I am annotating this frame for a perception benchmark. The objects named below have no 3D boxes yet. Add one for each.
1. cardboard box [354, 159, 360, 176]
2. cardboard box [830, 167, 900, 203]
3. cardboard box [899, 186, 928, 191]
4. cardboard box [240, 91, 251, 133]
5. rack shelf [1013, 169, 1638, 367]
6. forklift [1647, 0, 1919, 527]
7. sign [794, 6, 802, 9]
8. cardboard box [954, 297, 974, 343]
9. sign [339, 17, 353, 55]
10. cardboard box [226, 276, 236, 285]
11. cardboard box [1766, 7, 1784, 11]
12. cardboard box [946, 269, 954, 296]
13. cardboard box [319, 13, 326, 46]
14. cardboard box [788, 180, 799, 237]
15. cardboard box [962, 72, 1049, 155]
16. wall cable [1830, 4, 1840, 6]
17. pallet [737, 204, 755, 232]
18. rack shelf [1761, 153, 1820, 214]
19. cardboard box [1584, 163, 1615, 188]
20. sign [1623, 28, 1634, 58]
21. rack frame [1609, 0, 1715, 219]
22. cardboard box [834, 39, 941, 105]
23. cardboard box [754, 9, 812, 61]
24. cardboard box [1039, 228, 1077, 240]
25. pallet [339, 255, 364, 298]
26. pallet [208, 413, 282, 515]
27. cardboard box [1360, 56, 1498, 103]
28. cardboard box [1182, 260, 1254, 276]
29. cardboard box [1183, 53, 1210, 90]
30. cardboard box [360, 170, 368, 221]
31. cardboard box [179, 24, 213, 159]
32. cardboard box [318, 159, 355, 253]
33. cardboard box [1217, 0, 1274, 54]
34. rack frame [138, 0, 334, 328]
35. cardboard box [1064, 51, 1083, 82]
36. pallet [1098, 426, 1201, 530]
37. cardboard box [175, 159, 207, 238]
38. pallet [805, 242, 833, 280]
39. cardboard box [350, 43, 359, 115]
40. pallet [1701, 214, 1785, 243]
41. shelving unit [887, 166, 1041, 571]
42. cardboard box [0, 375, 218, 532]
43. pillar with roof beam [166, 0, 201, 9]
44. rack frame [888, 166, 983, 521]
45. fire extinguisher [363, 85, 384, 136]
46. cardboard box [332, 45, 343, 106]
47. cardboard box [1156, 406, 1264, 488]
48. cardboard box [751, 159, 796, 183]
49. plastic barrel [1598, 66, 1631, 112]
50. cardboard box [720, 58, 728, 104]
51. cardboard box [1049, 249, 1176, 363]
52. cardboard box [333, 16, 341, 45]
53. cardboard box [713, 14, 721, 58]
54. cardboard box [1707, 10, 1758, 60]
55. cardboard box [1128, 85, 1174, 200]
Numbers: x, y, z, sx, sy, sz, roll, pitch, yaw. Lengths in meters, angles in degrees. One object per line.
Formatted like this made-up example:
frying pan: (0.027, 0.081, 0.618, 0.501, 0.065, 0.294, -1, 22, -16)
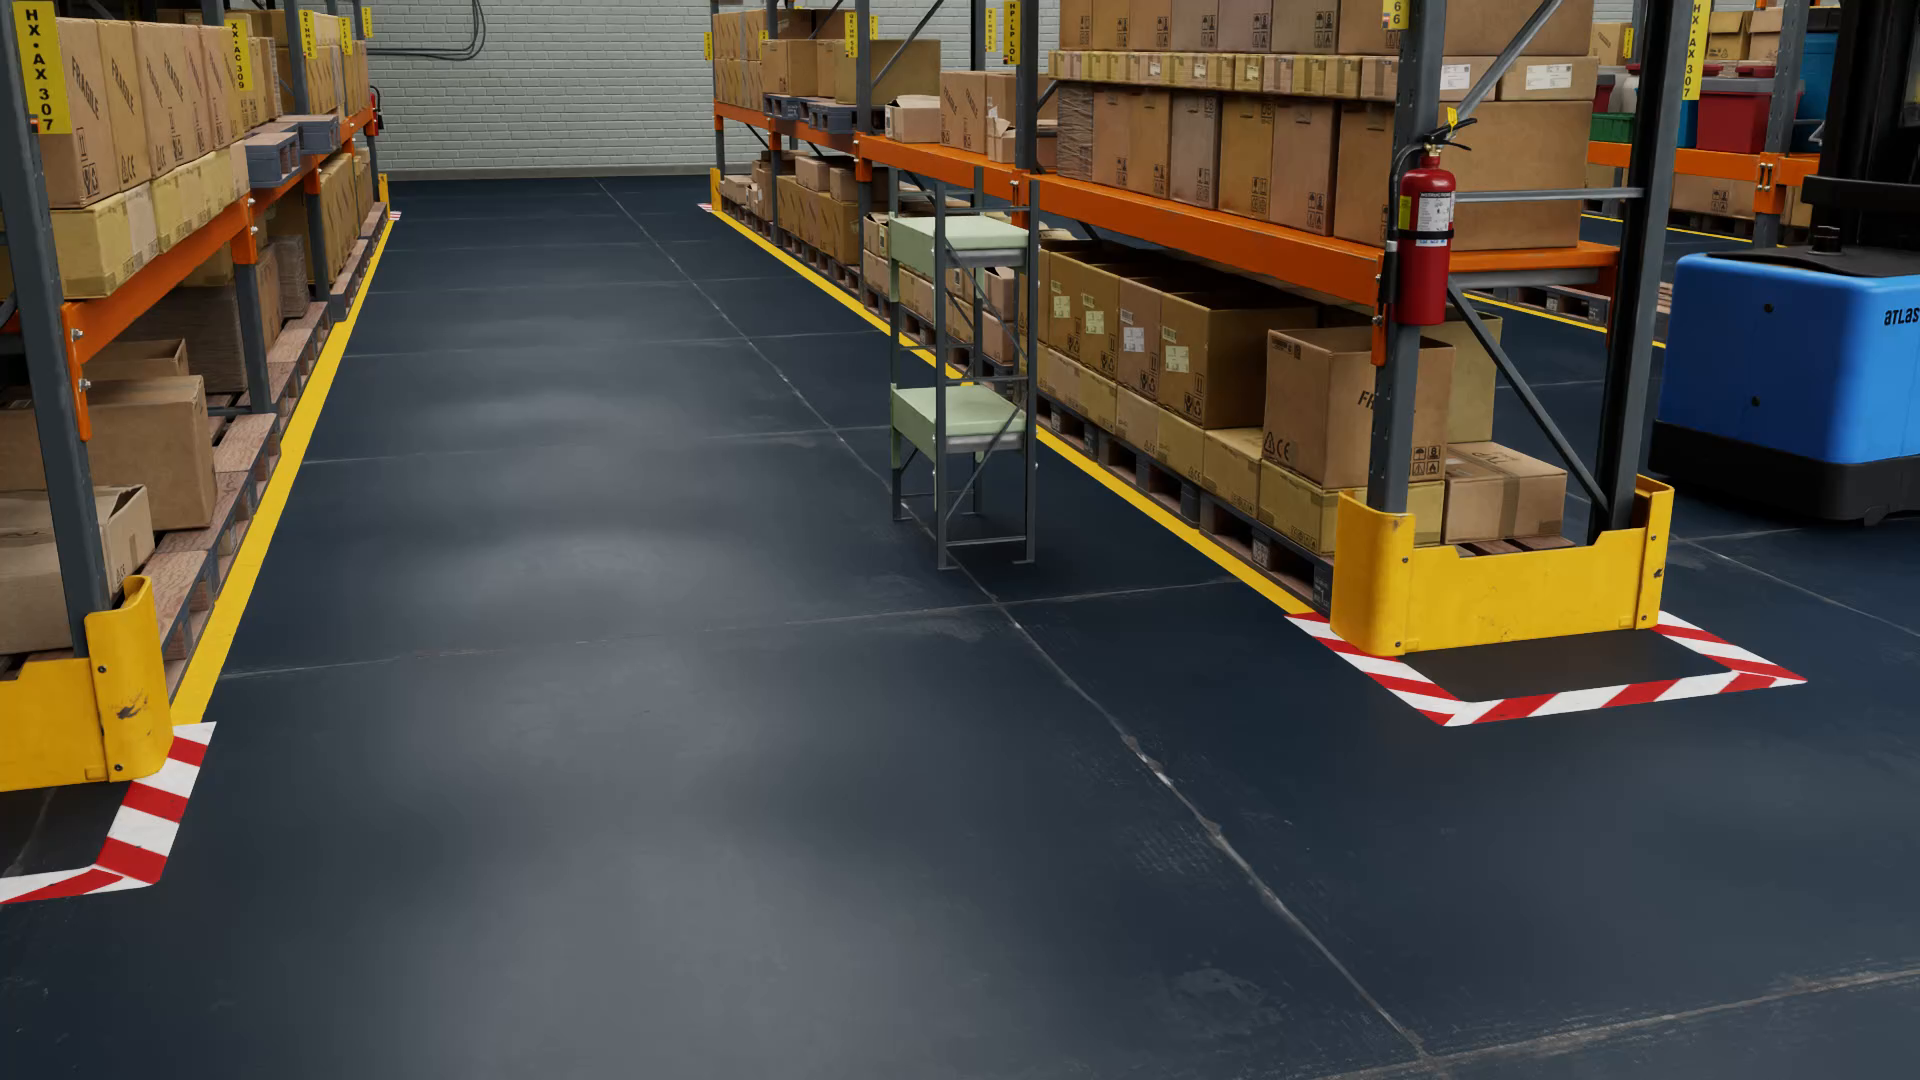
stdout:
cardboard box: (-6.186, -3.703, 16.553, 0.380, 0.149, 0.250, -4, 17, -13)
cardboard box: (-0.802, -2.979, 13.931, 0.500, 0.250, 0.500, -4, 17, -13)
cardboard box: (-0.580, -2.940, 15.106, 0.500, 0.500, 0.500, -5, 18, -17)
cardboard box: (-4.216, -2.409, 8.818, 0.700, 0.500, 0.500, -3, 17, -10)
rack shelf: (1.350, -1.346, 7.470, 1.077, 0.370, 4.000, -5, 17, -15)
forklift: (4.783, -1.733, 7.627, 3.031, 2.935, 1.130, -8, 18, -25)
sign: (-1.959, -6.308, 20.174, 0.100, 0.325, 0.005, -5, 17, -15)
cardboard box: (0.270, -1.360, 10.315, 0.500, 0.250, 0.500, -5, 17, -16)
sign: (-5.641, -4.626, 15.265, 0.100, 0.325, 0.005, -5, 17, -15)
cardboard box: (-4.371, -1.206, 9.334, 0.700, 0.500, 0.500, -5, 17, -16)
cardboard box: (11.693, -7.234, 23.391, 0.500, 0.500, 0.500, -5, 17, -16)
cardboard box: (0.129, -1.768, 10.698, 0.500, 0.311, 0.500, -5, 17, -15)
cardboard box: (-5.374, -4.090, 13.325, 0.500, 0.250, 0.500, -5, 17, -16)
cardboard box: (-1.343, -3.171, 15.874, 0.500, 0.500, 0.500, -4, 17, -14)
cardboard box: (0.322, -2.790, 10.852, 0.500, 0.500, 0.500, -5, 17, -15)
wall cable: (16.345, -9.289, 30.895, 0.588, 1.984, 0.122, -5, 17, -15)
pallet: (-1.925, -3.649, 18.735, 1.003, 0.211, 1.213, -5, 17, -15)
rack shelf: (6.113, -1.737, 8.771, 1.077, 0.370, 4.000, -5, 17, -15)
cardboard box: (8.023, -4.611, 20.053, 0.875, 0.875, 0.875, -5, 17, -15)
sign: (7.594, -5.647, 18.896, 0.100, 0.325, 0.005, -5, 17, -15)
rack frame: (8.127, -5.239, 19.179, 1.000, 3.000, 0.127, -5, 17, -15)
cardboard box: (-0.581, -3.765, 13.367, 0.700, 0.500, 0.500, -12, 20, -34)
cardboard box: (-1.787, -5.103, 16.815, 0.500, 0.500, 0.500, -5, 17, -15)
cardboard box: (0.502, -1.956, 11.324, 0.500, 0.311, 0.500, -4, 17, -14)
pallet: (-5.537, -2.183, 13.853, 1.003, 0.211, 1.213, -5, 17, -15)
pallet: (-3.743, -0.333, 7.693, 1.003, 0.211, 1.213, -5, 17, -15)
cardboard box: (1.611, -1.587, 5.719, 0.380, 0.149, 0.250, -5, 17, -16)
cardboard box: (1.405, -1.099, 8.143, 0.500, 0.500, 0.500, -5, 17, -15)
cardboard box: (1.183, -2.016, 7.147, 0.380, 0.149, 0.250, -5, 17, -16)
cardboard box: (-6.541, -3.564, 17.220, 0.700, 0.500, 0.500, -4, 17, -14)
cardboard box: (-3.264, -1.764, 6.533, 0.500, 0.500, 0.500, -5, 17, -17)
cardboard box: (-5.610, -2.821, 14.135, 0.750, 0.750, 0.750, -4, 17, -14)
cardboard box: (1.480, -2.236, 6.753, 0.700, 0.500, 0.500, -5, 17, -15)
rack frame: (-5.061, -2.958, 11.585, 1.000, 3.000, 0.127, -5, 17, -15)
cardboard box: (0.757, -2.444, 8.571, 0.380, 0.149, 0.250, -4, 17, -14)
pallet: (1.317, -0.347, 7.741, 1.003, 0.211, 1.213, -5, 17, -15)
cardboard box: (-3.119, -1.267, 6.181, 0.500, 0.250, 0.500, -5, 17, -15)
pallet: (-0.800, -2.561, 15.112, 1.003, 0.211, 1.213, -5, 17, -15)
cardboard box: (-6.489, -4.562, 16.402, 0.980, 0.700, 0.700, -5, 17, -17)
pallet: (8.751, -3.358, 17.764, 1.003, 0.211, 1.213, -5, 17, -15)
shelving unit: (0.002, -0.716, 6.730, 0.431, 1.500, 0.755, -5, 17, -15)
cardboard box: (-3.277, -0.322, 6.389, 0.700, 0.500, 0.500, -6, 18, -19)
pillar with roof beam: (-3.045, -7.403, 15.955, 9.100, 9.000, 0.400, -5, 17, -15)
rack frame: (-0.099, -0.818, 7.067, 0.400, 1.500, 0.023, -5, 17, -15)
fire extinguisher: (-6.858, -5.033, 19.277, 0.296, 0.674, 0.183, -5, 17, -15)
cardboard box: (-5.642, -4.016, 14.382, 0.500, 0.500, 0.500, -5, 17, -15)
cardboard box: (1.180, -0.422, 7.194, 0.500, 0.250, 0.500, -5, 17, -15)
cardboard box: (-1.920, -3.991, 18.600, 0.797, 0.503, 0.637, -5, 17, -15)
plastic barrel: (5.068, -3.410, 12.897, 0.421, 0.512, 0.421, 0, 17, 0)
cardboard box: (-2.483, -5.325, 19.293, 0.500, 0.500, 0.500, -5, 17, -16)
cardboard box: (0.771, -1.197, 8.468, 0.500, 0.500, 0.500, -5, 17, -15)
cardboard box: (-5.786, -4.514, 14.737, 0.500, 0.250, 0.500, -4, 17, -14)
cardboard box: (-2.629, -5.946, 19.622, 0.500, 0.500, 0.500, -4, 17, -14)
cardboard box: (8.488, -5.401, 17.799, 0.797, 0.503, 0.637, -5, 17, -15)
cardboard box: (1.213, -1.885, 7.840, 0.700, 0.500, 0.500, -4, 17, -14)
